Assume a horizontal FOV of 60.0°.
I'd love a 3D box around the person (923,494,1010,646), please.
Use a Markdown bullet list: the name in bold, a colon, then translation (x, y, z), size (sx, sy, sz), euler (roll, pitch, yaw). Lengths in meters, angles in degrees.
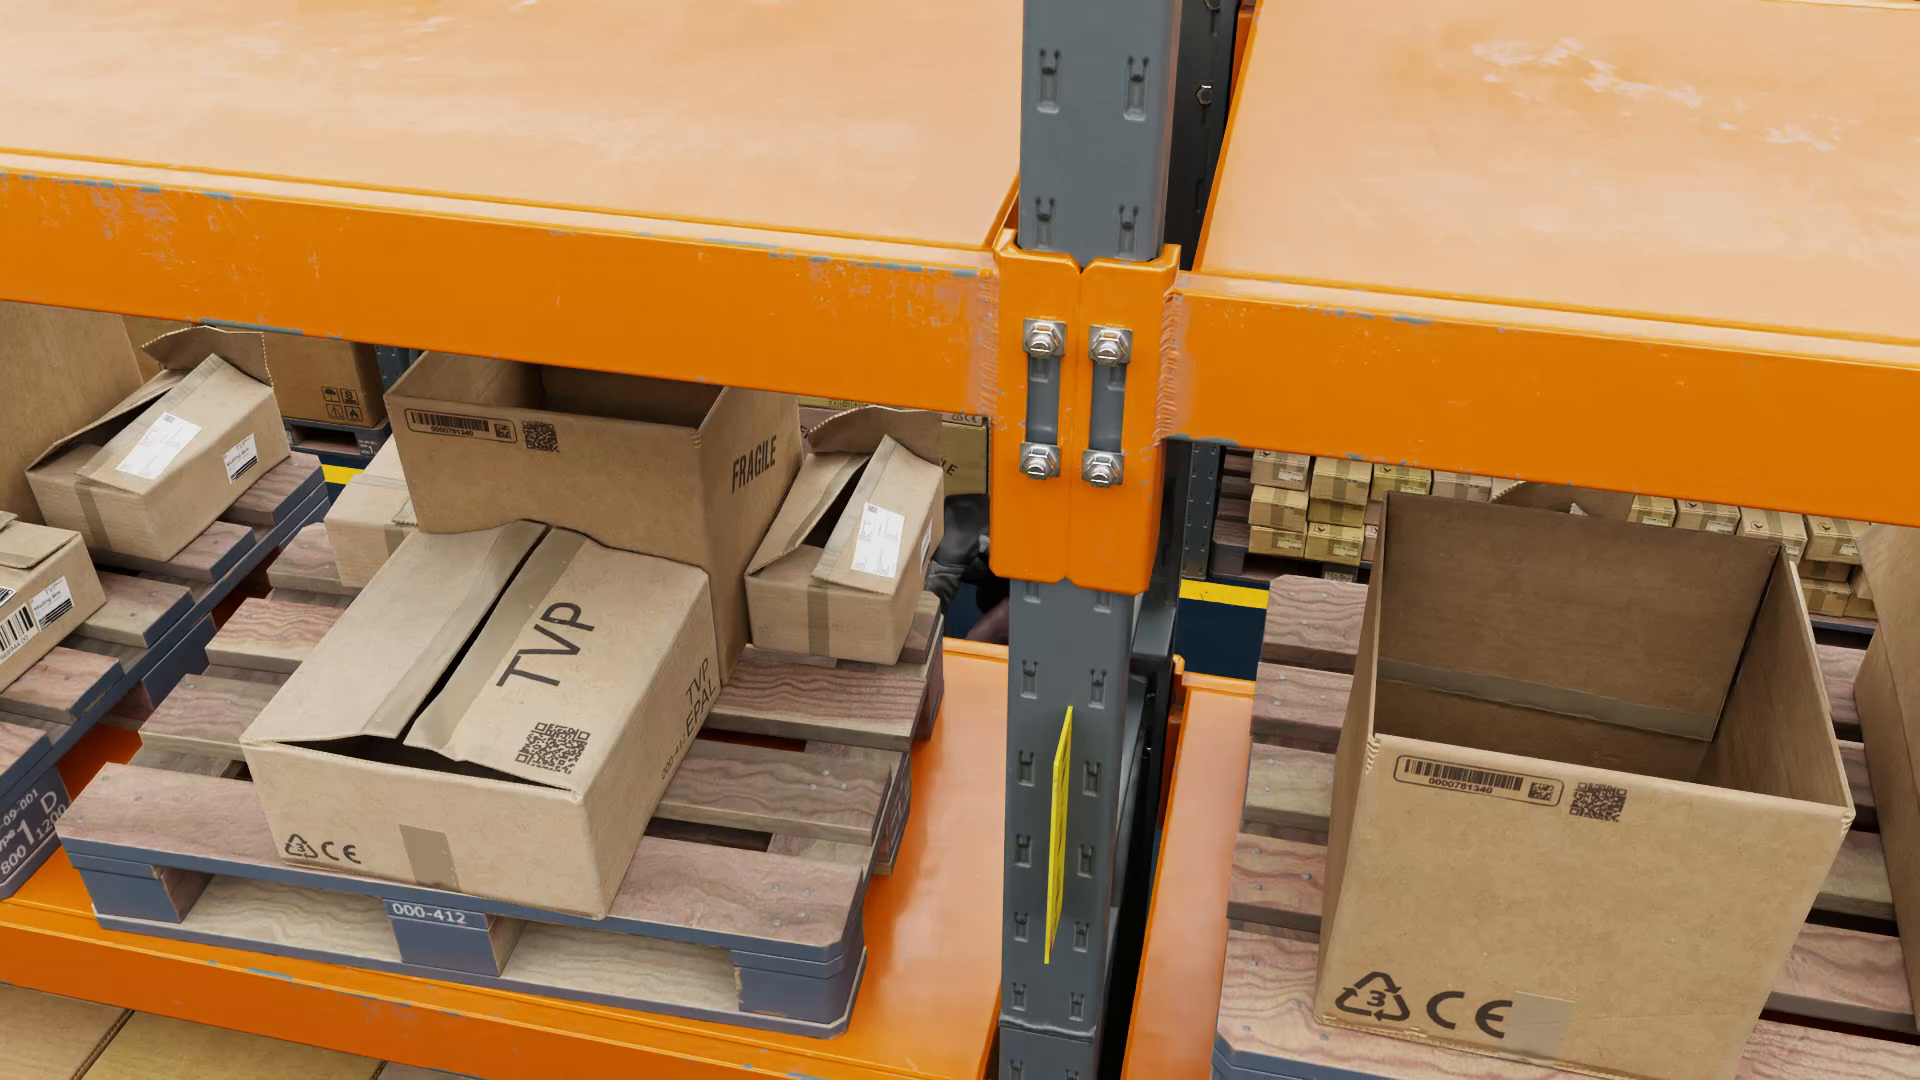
- **person**: translation (0.104, 0.264, 6.913), size (0.949, 1.007, 0.517), euler (6, 37, 8)
